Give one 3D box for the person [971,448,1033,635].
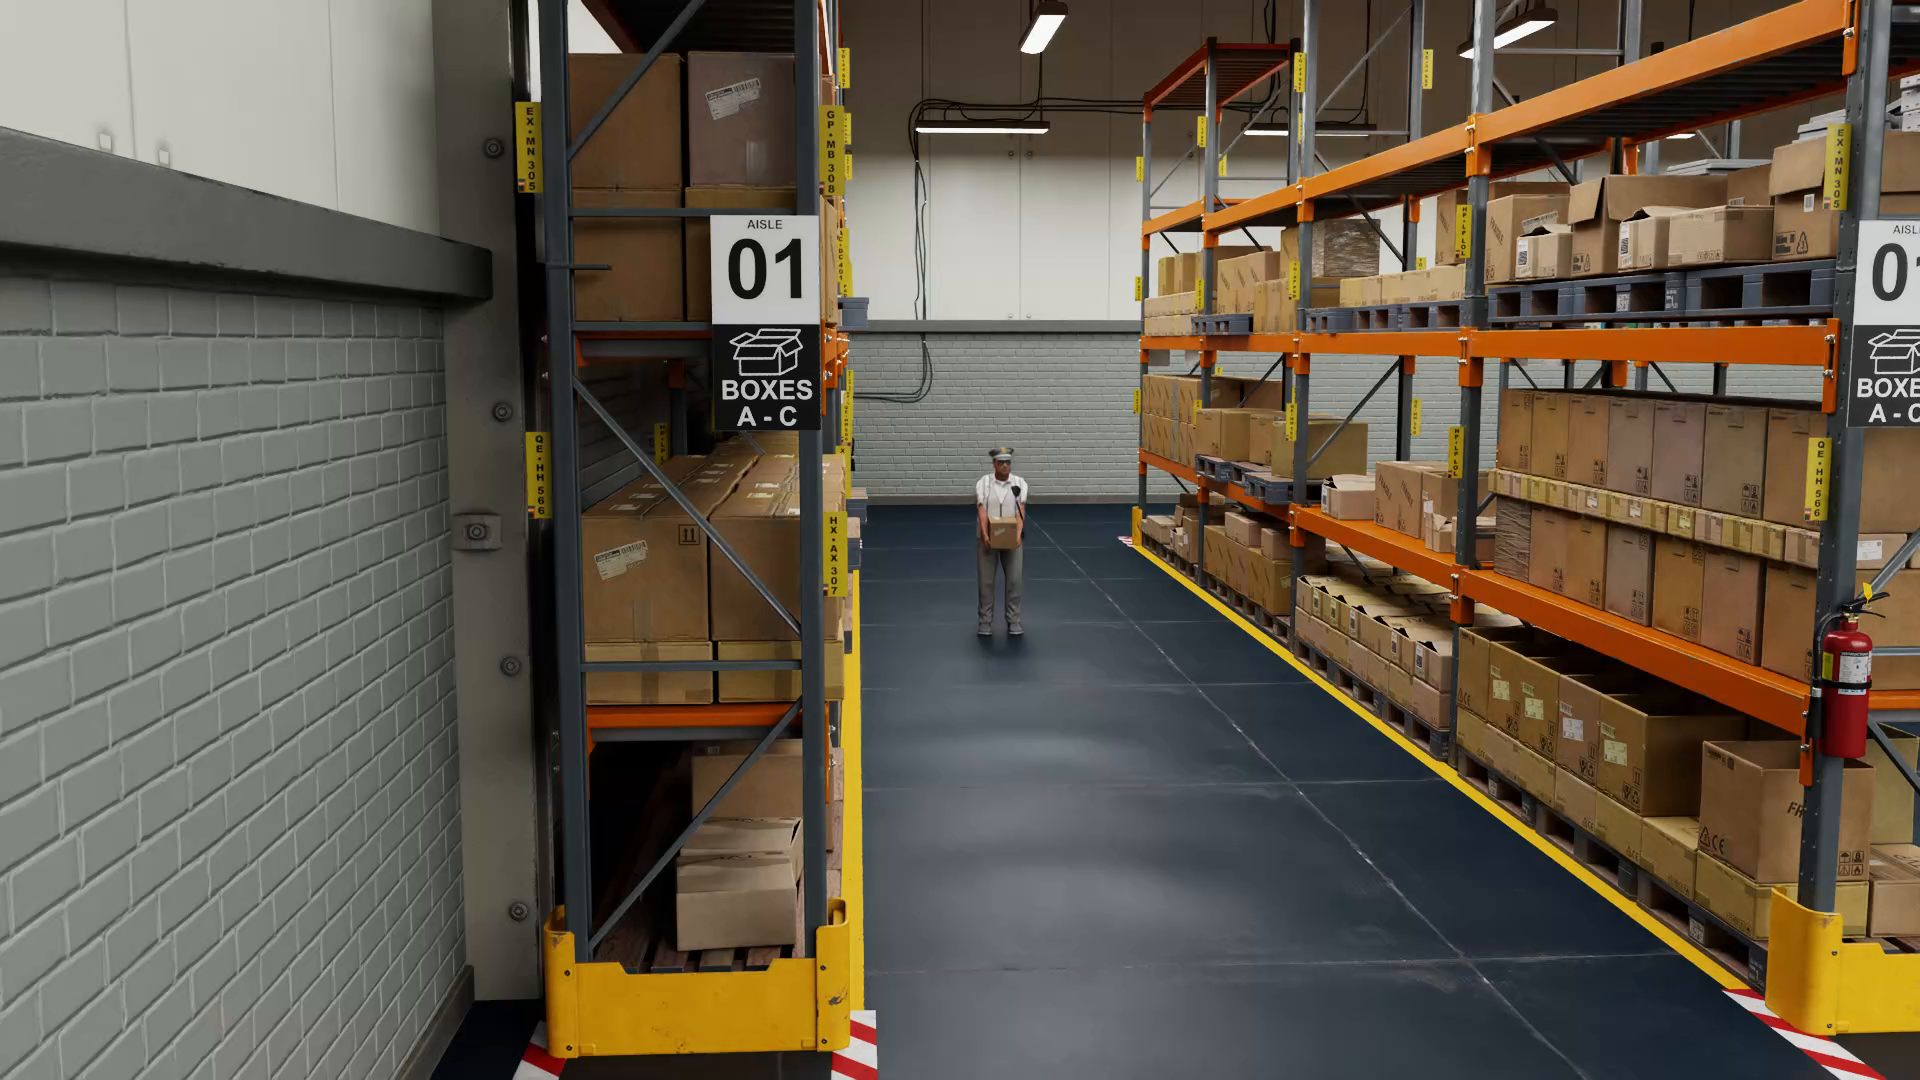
[{"bbox_3d":[0.393,0.005,15.673,0.604,1.747,0.445,-1,7,-7],"label":"person"}]
